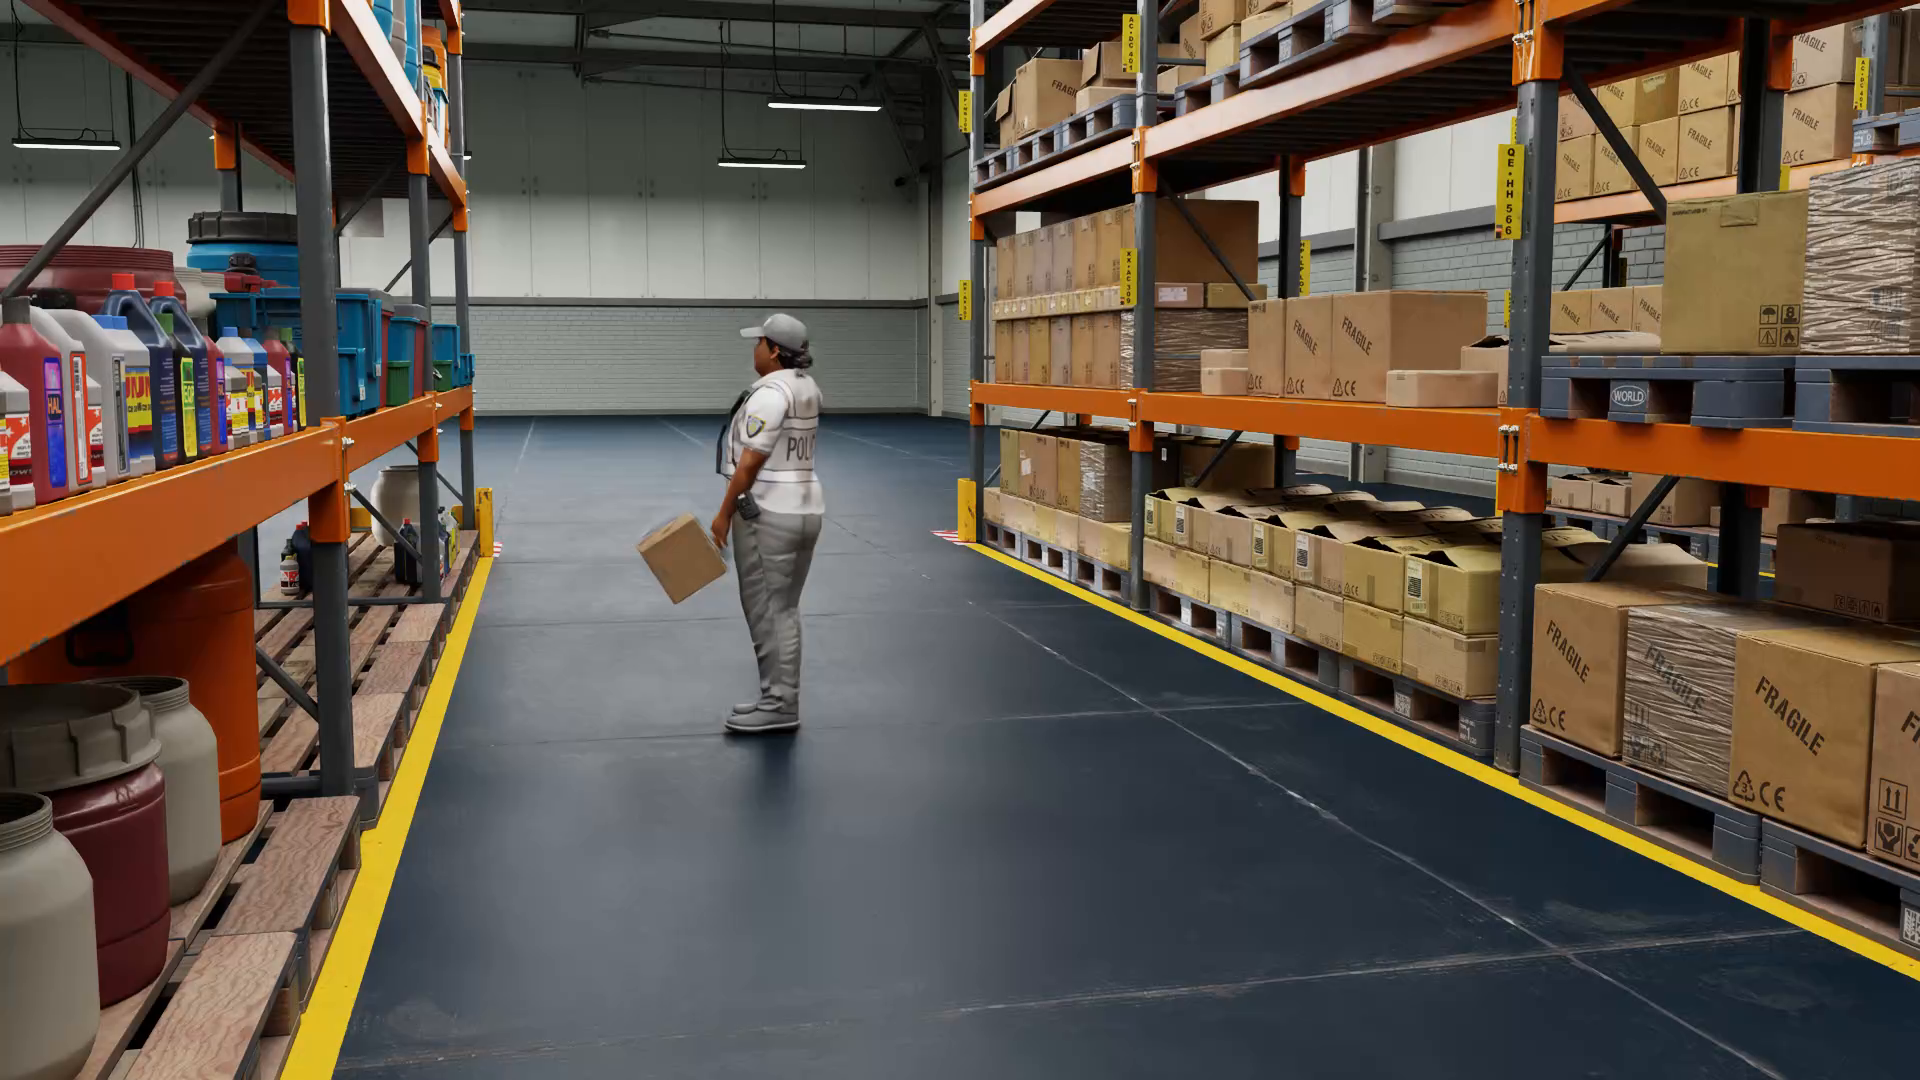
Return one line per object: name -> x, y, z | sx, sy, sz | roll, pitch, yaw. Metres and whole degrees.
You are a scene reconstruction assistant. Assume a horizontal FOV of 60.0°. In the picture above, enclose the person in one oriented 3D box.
person -> -0.786, -0.065, 6.692 | 0.447, 1.675, 0.483 | 2, 7, 17
